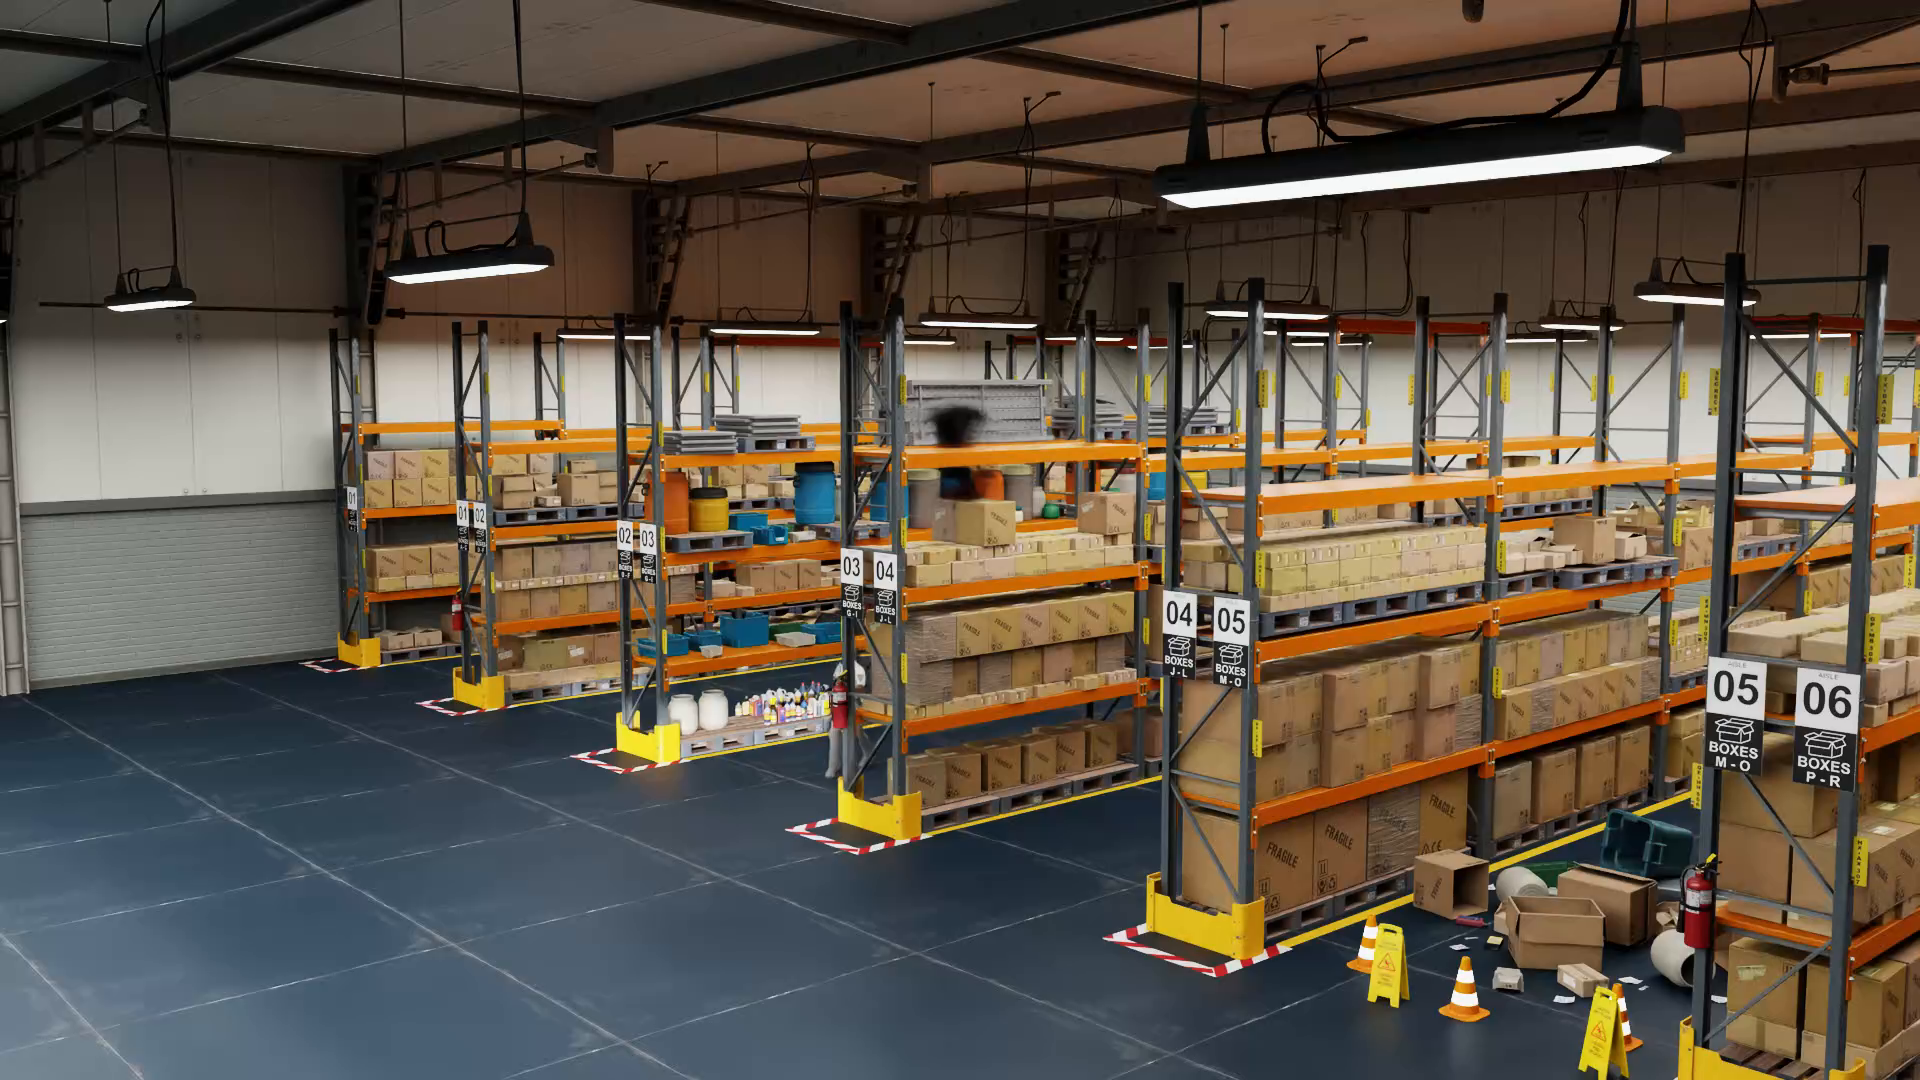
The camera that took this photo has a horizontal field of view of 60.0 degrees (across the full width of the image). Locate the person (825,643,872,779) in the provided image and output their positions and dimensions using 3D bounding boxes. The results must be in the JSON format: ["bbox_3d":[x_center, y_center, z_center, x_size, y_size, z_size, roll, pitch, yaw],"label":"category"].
[{"bbox_3d":[-1.455,2.178,21.611,0.556,1.738,0.843,3,7,30],"label":"person"}]

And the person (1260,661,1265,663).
[{"bbox_3d":[3.601,2.292,20.164,0.665,1.784,0.793,5,8,42],"label":"person"}]

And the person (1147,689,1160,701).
[{"bbox_3d":[3.106,1.698,26.642,0.570,1.738,0.812,5,8,44],"label":"person"}]
